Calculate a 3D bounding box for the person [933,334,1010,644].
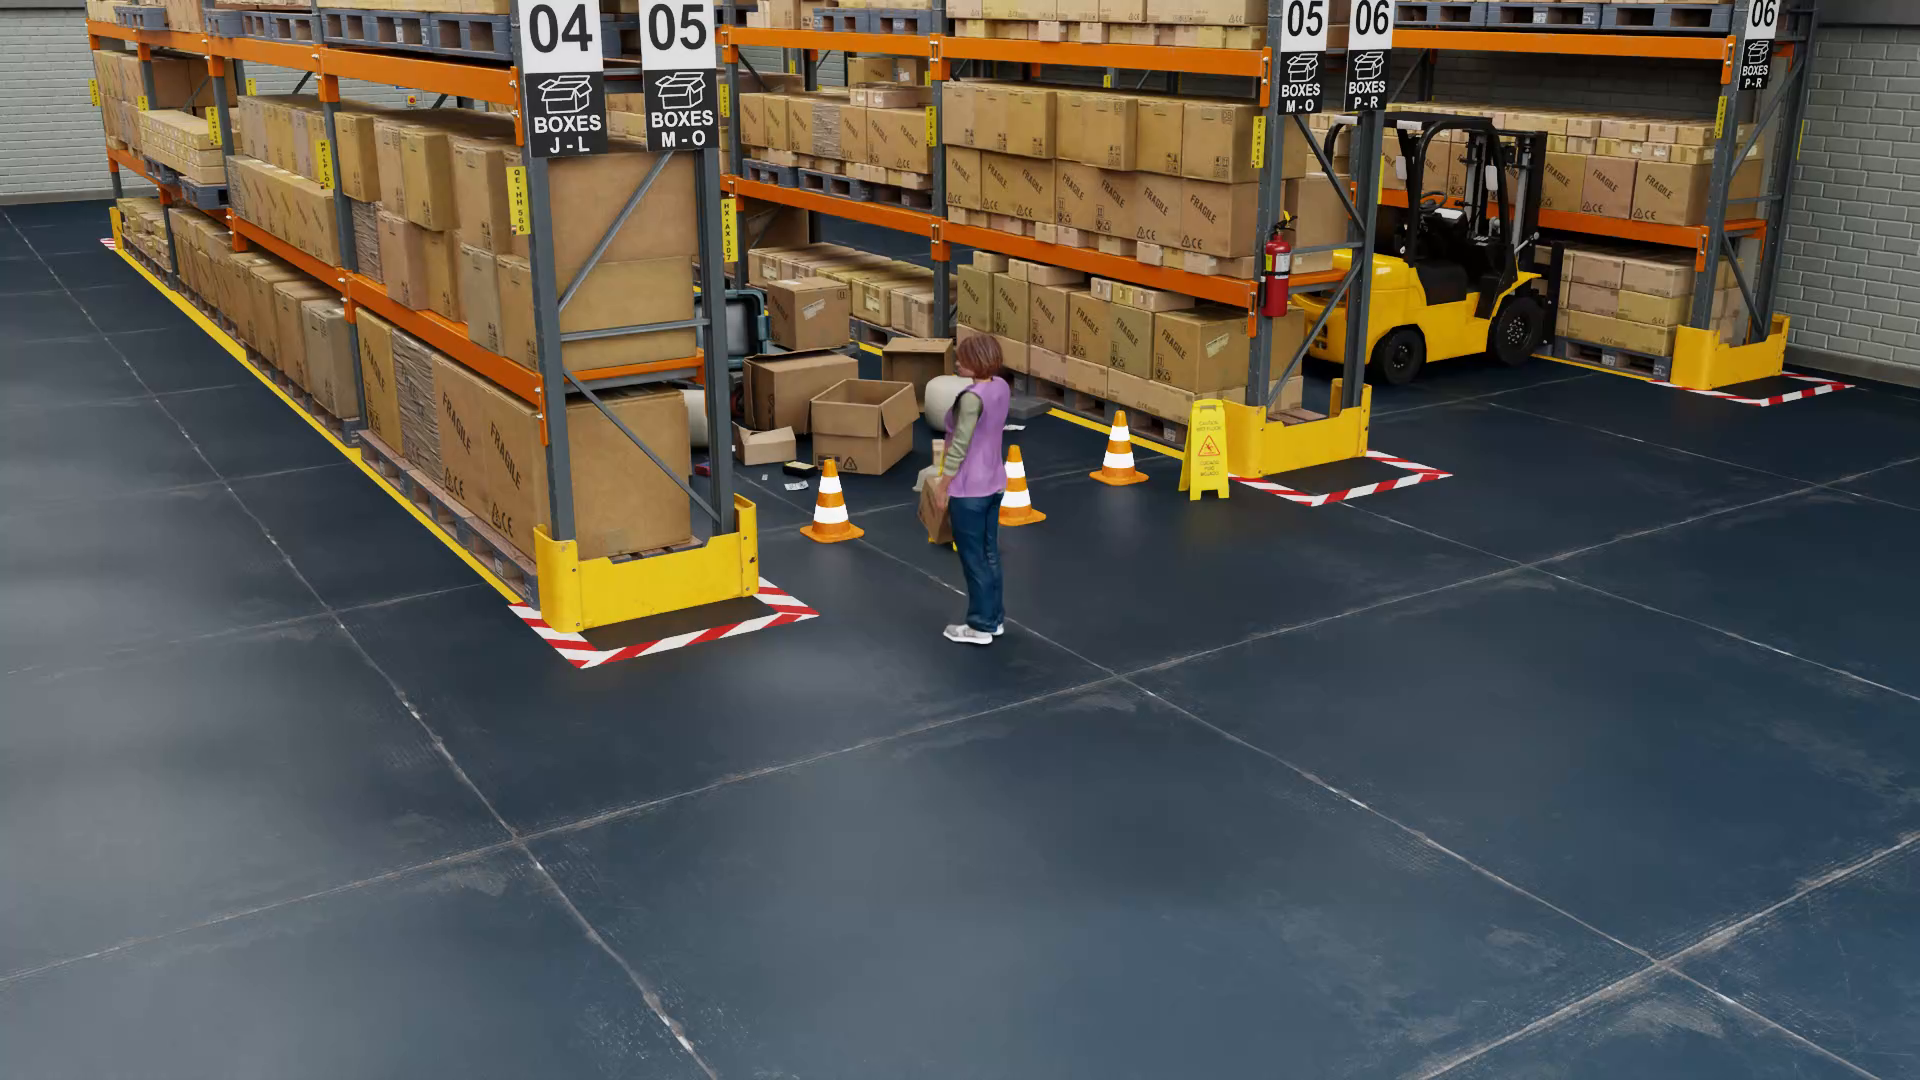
[{"bbox_3d":[0.062,-0.251,8.304,0.359,1.598,0.499,10,21,28],"label":"person"}]
